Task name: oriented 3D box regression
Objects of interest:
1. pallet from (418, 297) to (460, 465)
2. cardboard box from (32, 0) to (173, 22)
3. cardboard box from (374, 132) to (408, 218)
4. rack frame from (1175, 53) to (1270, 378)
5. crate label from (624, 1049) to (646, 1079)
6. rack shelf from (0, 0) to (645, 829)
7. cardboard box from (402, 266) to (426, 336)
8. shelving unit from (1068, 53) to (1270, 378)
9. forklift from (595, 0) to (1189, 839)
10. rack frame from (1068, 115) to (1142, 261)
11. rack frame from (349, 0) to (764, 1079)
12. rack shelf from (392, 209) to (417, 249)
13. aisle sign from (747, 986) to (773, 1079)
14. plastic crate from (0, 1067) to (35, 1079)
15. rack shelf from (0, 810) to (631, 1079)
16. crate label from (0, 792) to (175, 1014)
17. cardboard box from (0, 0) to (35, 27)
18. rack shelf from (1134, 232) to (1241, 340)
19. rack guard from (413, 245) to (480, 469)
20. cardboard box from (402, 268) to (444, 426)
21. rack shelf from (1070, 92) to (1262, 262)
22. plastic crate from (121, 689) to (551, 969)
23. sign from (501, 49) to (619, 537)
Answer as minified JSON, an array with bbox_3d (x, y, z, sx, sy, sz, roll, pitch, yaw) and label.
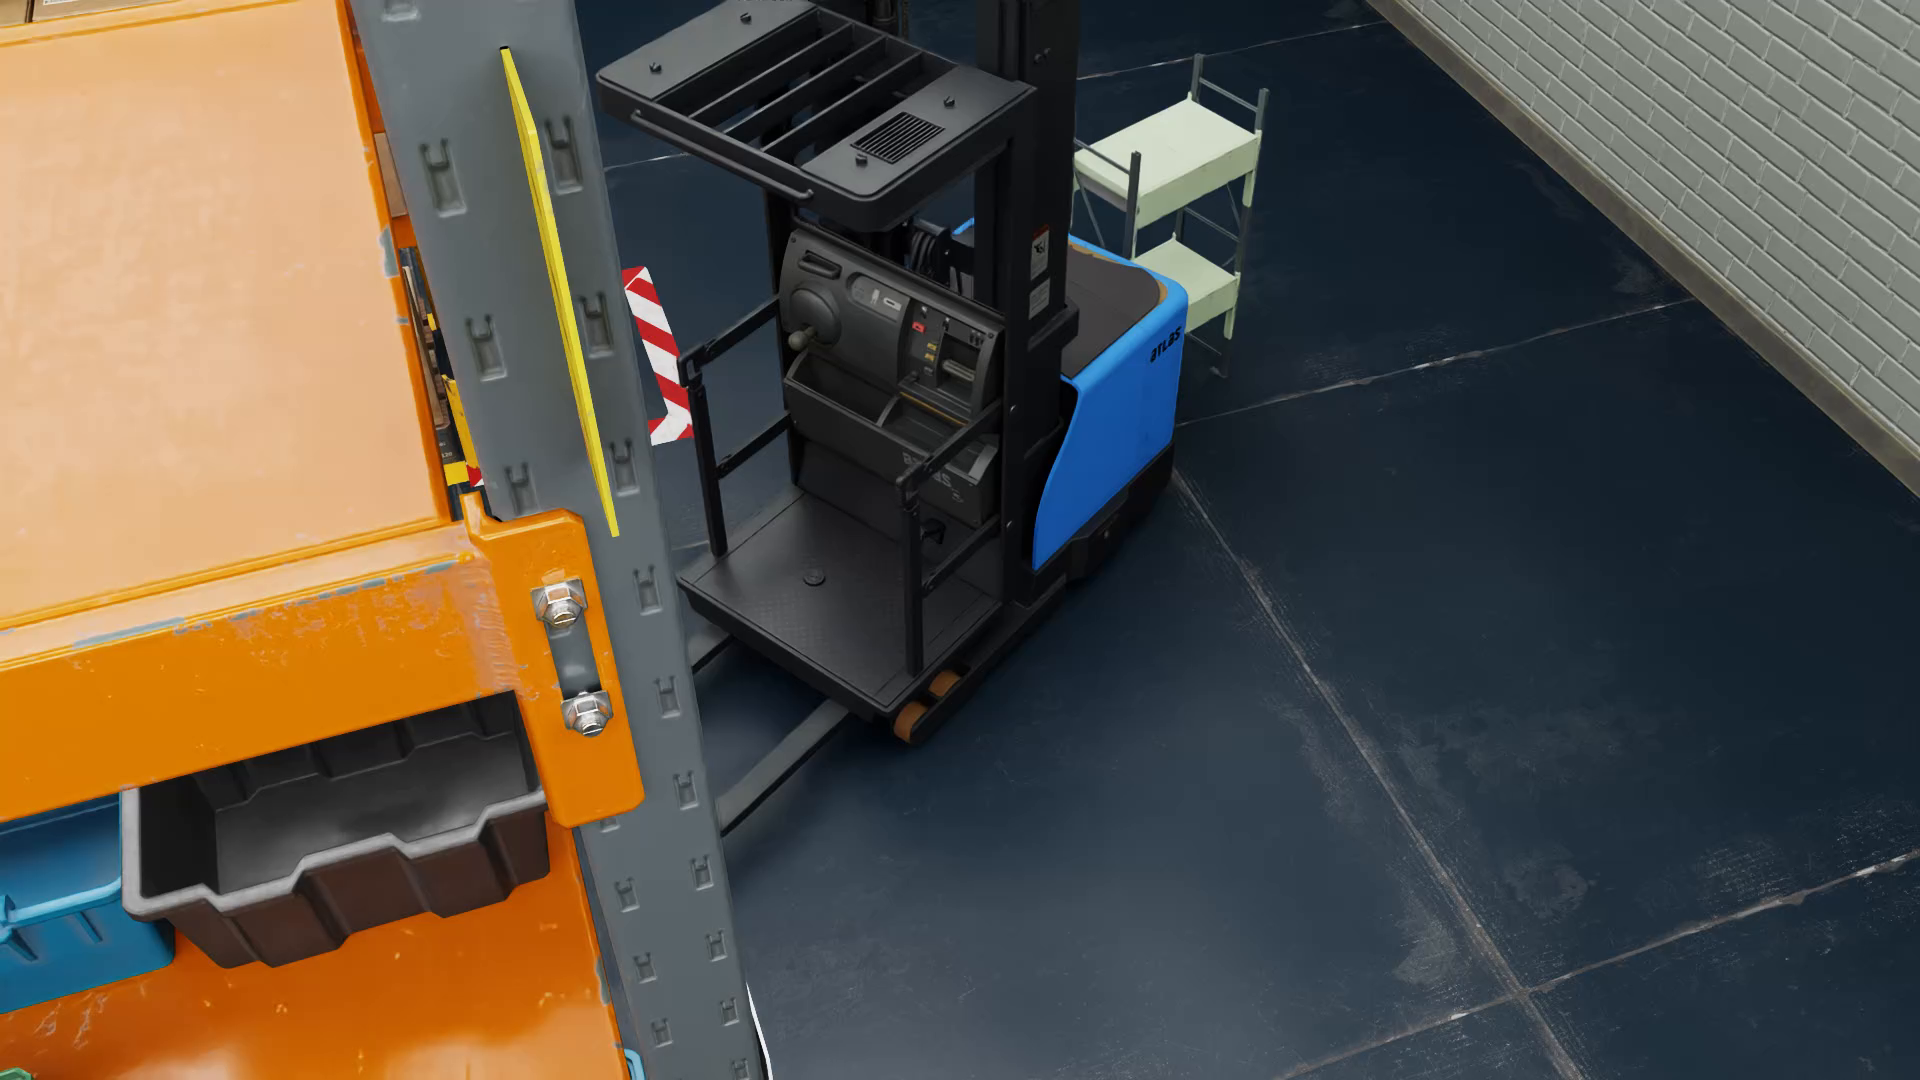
[{"bbox_3d":[-2.959,-0.613,7.521,1.213,0.211,1.003,-14,47,-14],"label":"pallet"},{"bbox_3d":[-2.938,-1.784,5.943,0.500,0.500,0.500,-13,47,-13],"label":"cardboard box"},{"bbox_3d":[-2.466,-1.554,6.420,0.500,0.500,0.500,-13,47,-13],"label":"cardboard box"},{"bbox_3d":[1.121,-1.401,7.397,0.023,1.500,0.400,-31,53,-27],"label":"rack frame"},{"bbox_3d":[-0.803,1.371,3.651,0.303,0.233,0.416,-14,47,-14],"label":"crate label"},{"bbox_3d":[-2.340,0.251,1.246,4.000,0.370,1.077,-14,47,-14],"label":"rack shelf"},{"bbox_3d":[-2.648,-1.085,7.725,0.250,0.149,0.380,-14,47,-14],"label":"cardboard box"},{"bbox_3d":[0.842,-1.234,7.229,0.755,1.500,0.431,-31,53,-27],"label":"shelving unit"},{"bbox_3d":[-0.388,-0.665,5.653,1.130,2.935,3.031,29,52,26],"label":"forklift"},{"bbox_3d":[0.563,-1.066,7.061,0.023,1.500,0.400,-31,53,-27],"label":"rack frame"},{"bbox_3d":[-0.459,-0.625,1.329,0.127,3.000,1.000,-14,47,-14],"label":"rack frame"},{"bbox_3d":[-4.019,-1.073,6.519,4.000,0.370,1.077,-14,47,-14],"label":"rack shelf"},{"bbox_3d":[-0.292,0.753,2.356,0.004,0.787,0.394,-14,47,-14],"label":"aisle sign"},{"bbox_3d":[-1.290,0.936,2.040,0.336,0.188,0.450,-14,47,-14],"label":"plastic crate"},{"bbox_3d":[-2.340,1.169,2.167,4.000,0.370,1.077,-14,47,-14],"label":"rack shelf"},{"bbox_3d":[-1.437,0.493,2.437,0.502,0.251,0.408,-14,47,-14],"label":"crate label"},{"bbox_3d":[-3.424,-1.656,5.816,0.500,0.500,0.500,-13,47,-13],"label":"cardboard box"},{"bbox_3d":[0.841,-1.003,7.459,0.720,0.370,0.431,-31,53,-27],"label":"rack shelf"},{"bbox_3d":[-2.209,-0.907,7.611,0.348,0.500,1.175,-14,47,-14],"label":"rack guard"},{"bbox_3d":[-2.565,-0.786,7.179,0.500,0.500,0.500,-14,47,-14],"label":"cardboard box"},{"bbox_3d":[0.843,-1.510,6.953,0.720,0.370,0.431,-31,53,-27],"label":"rack shelf"},{"bbox_3d":[-0.916,0.387,2.530,0.590,0.269,0.497,-14,47,-14],"label":"plastic crate"},{"bbox_3d":[-0.257,-0.148,1.082,0.005,0.325,0.100,-14,47,-14],"label":"sign"}]
